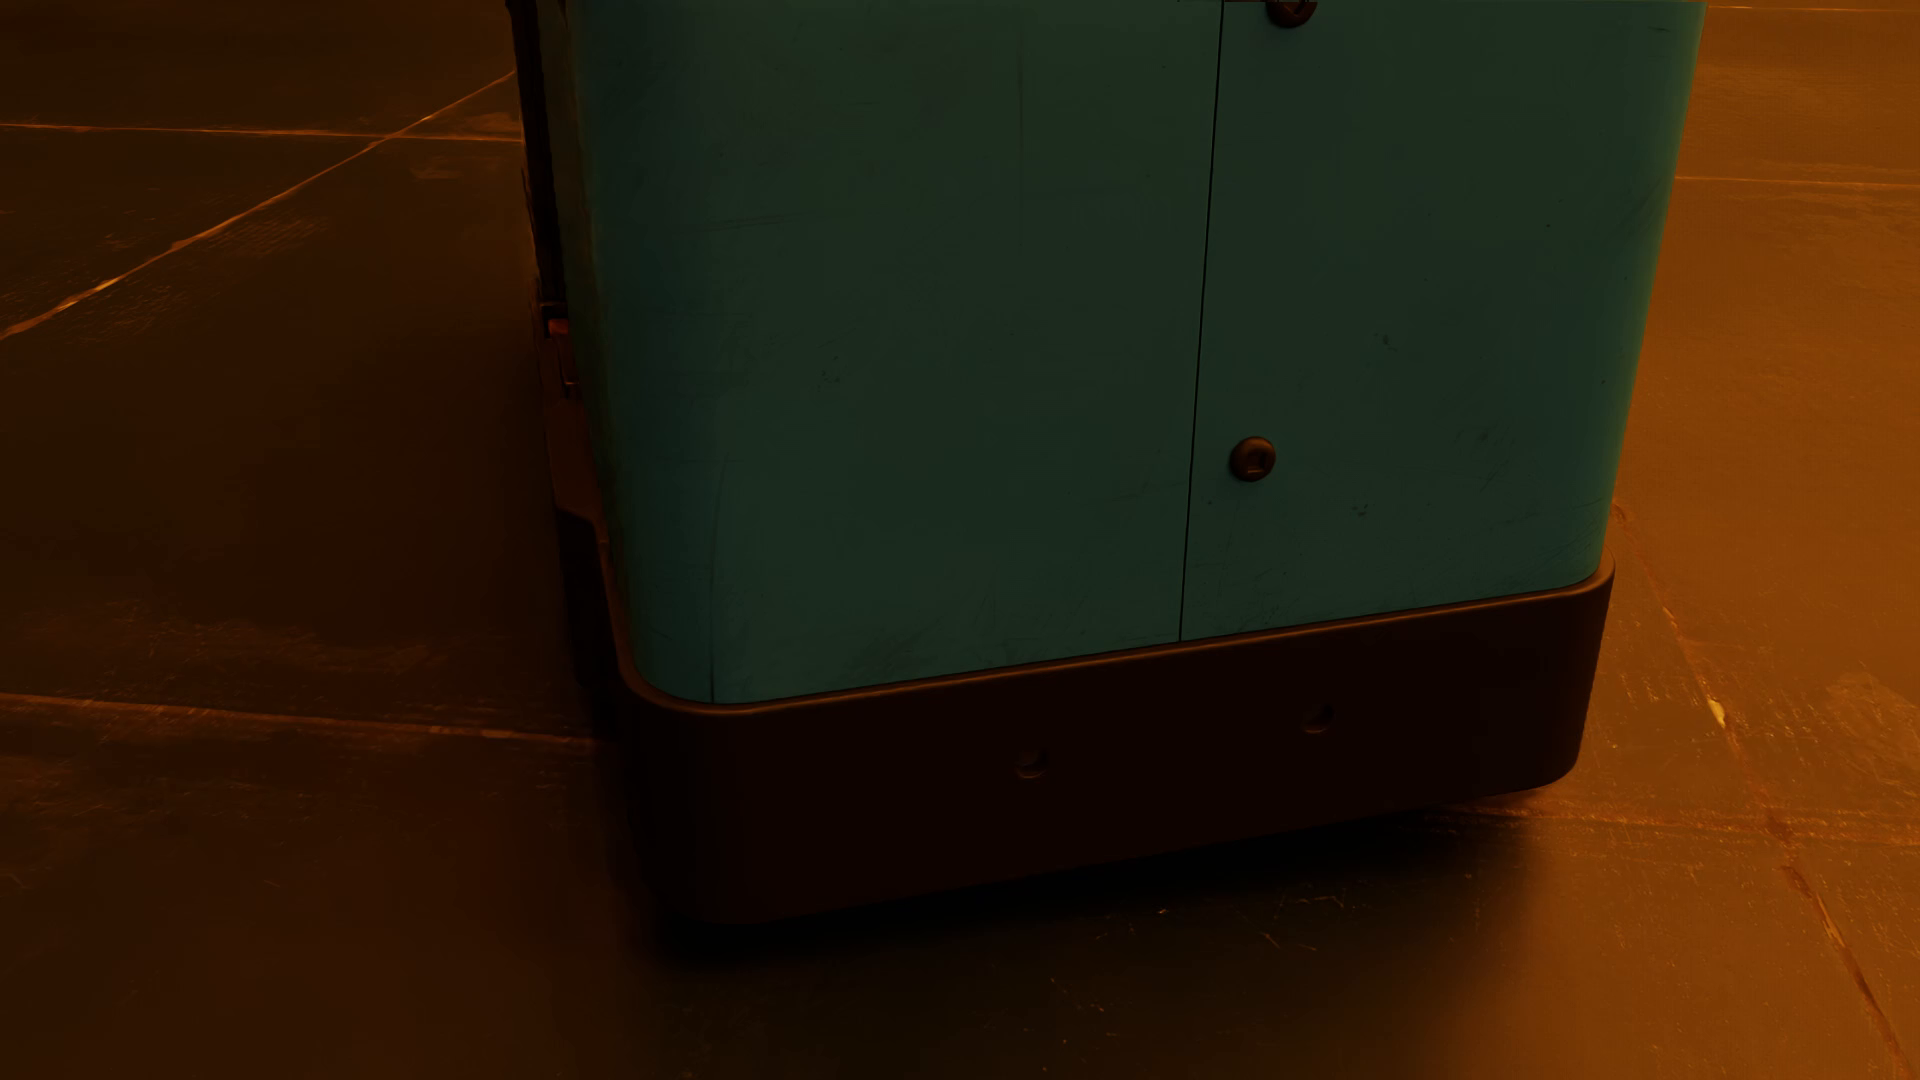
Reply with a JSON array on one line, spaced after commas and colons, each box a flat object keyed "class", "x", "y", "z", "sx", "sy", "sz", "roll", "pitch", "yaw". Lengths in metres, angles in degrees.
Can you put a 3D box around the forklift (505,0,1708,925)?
[{"class": "forklift", "x": -0.185, "y": -1.580, "z": 2.384, "sx": 1.130, "sy": 2.935, "sz": 3.031, "roll": -7, "pitch": 27, "yaw": -14}]
